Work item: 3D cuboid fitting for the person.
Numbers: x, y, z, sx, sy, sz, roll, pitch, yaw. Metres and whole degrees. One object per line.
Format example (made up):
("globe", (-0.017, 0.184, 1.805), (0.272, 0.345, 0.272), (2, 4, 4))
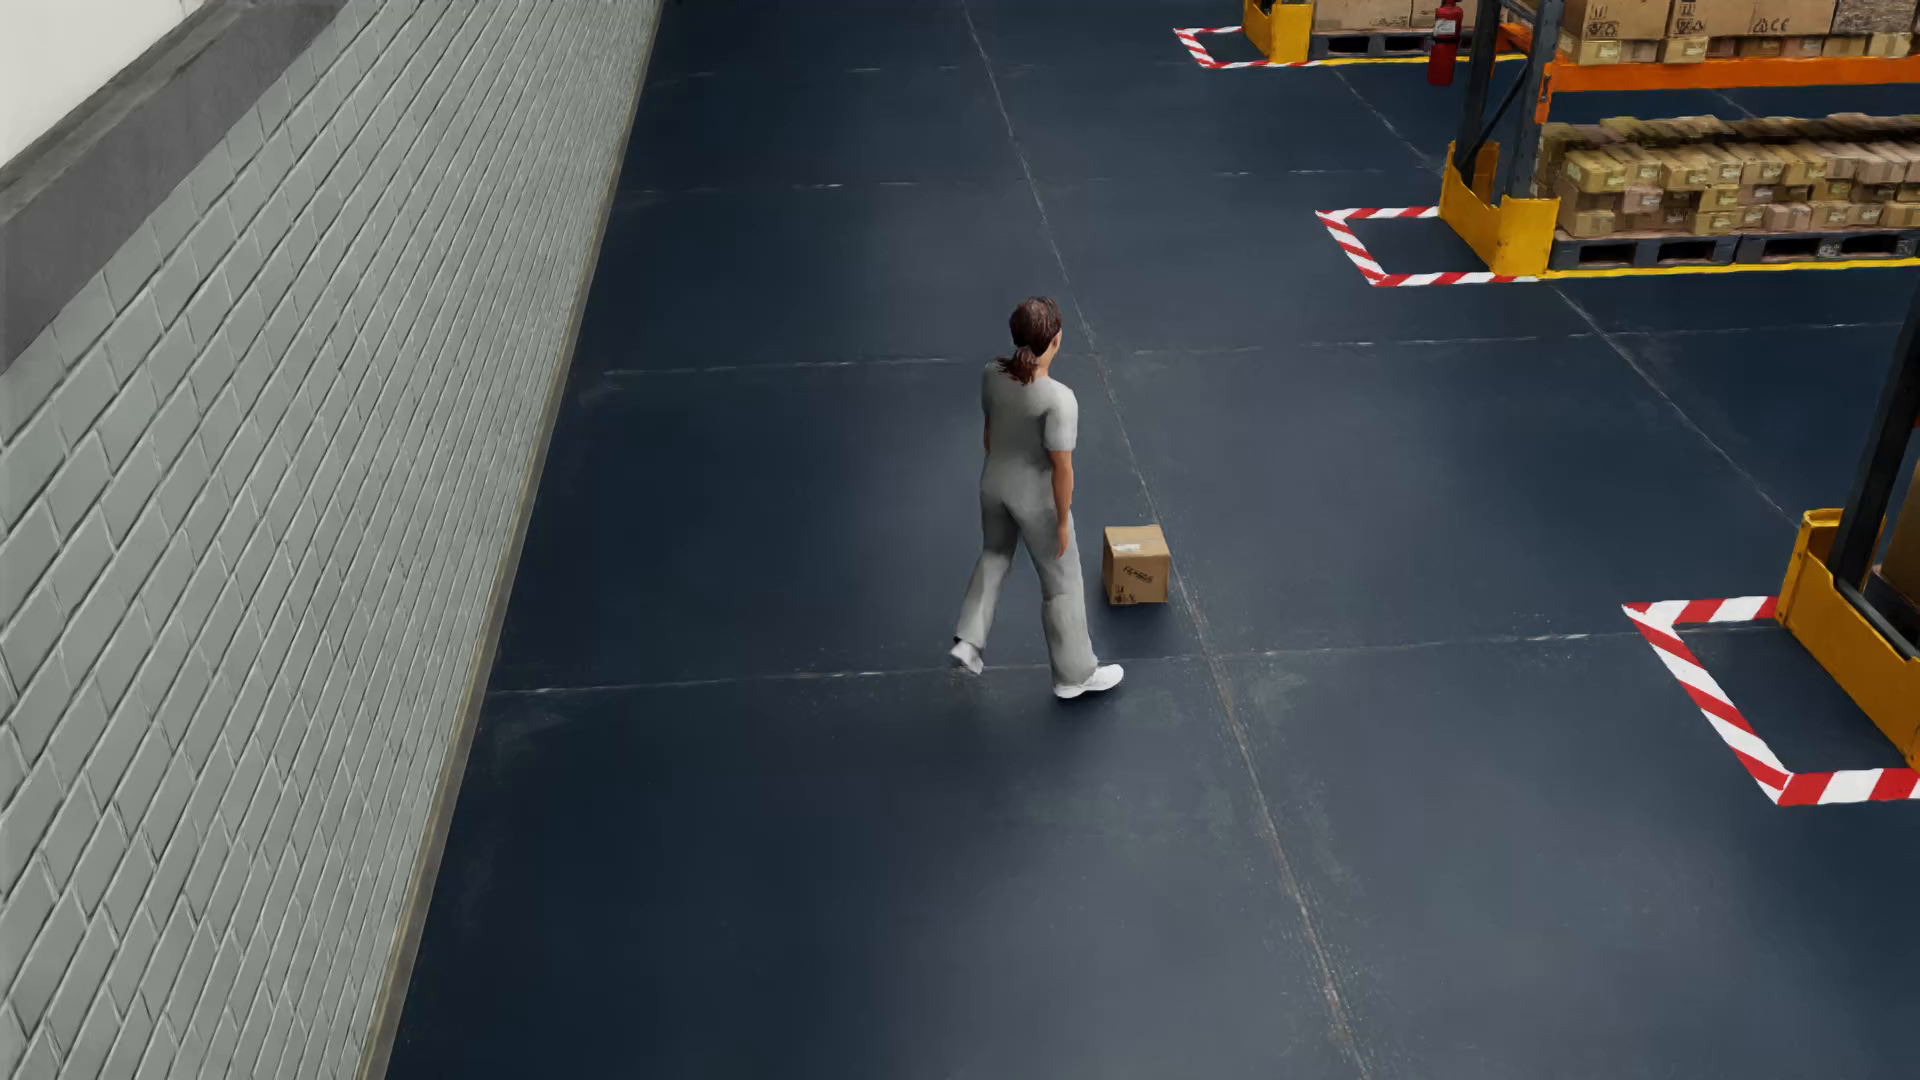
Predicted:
("person", (0.261, -0.115, 6.313), (0.598, 1.648, 0.599), (23, 38, 32))
